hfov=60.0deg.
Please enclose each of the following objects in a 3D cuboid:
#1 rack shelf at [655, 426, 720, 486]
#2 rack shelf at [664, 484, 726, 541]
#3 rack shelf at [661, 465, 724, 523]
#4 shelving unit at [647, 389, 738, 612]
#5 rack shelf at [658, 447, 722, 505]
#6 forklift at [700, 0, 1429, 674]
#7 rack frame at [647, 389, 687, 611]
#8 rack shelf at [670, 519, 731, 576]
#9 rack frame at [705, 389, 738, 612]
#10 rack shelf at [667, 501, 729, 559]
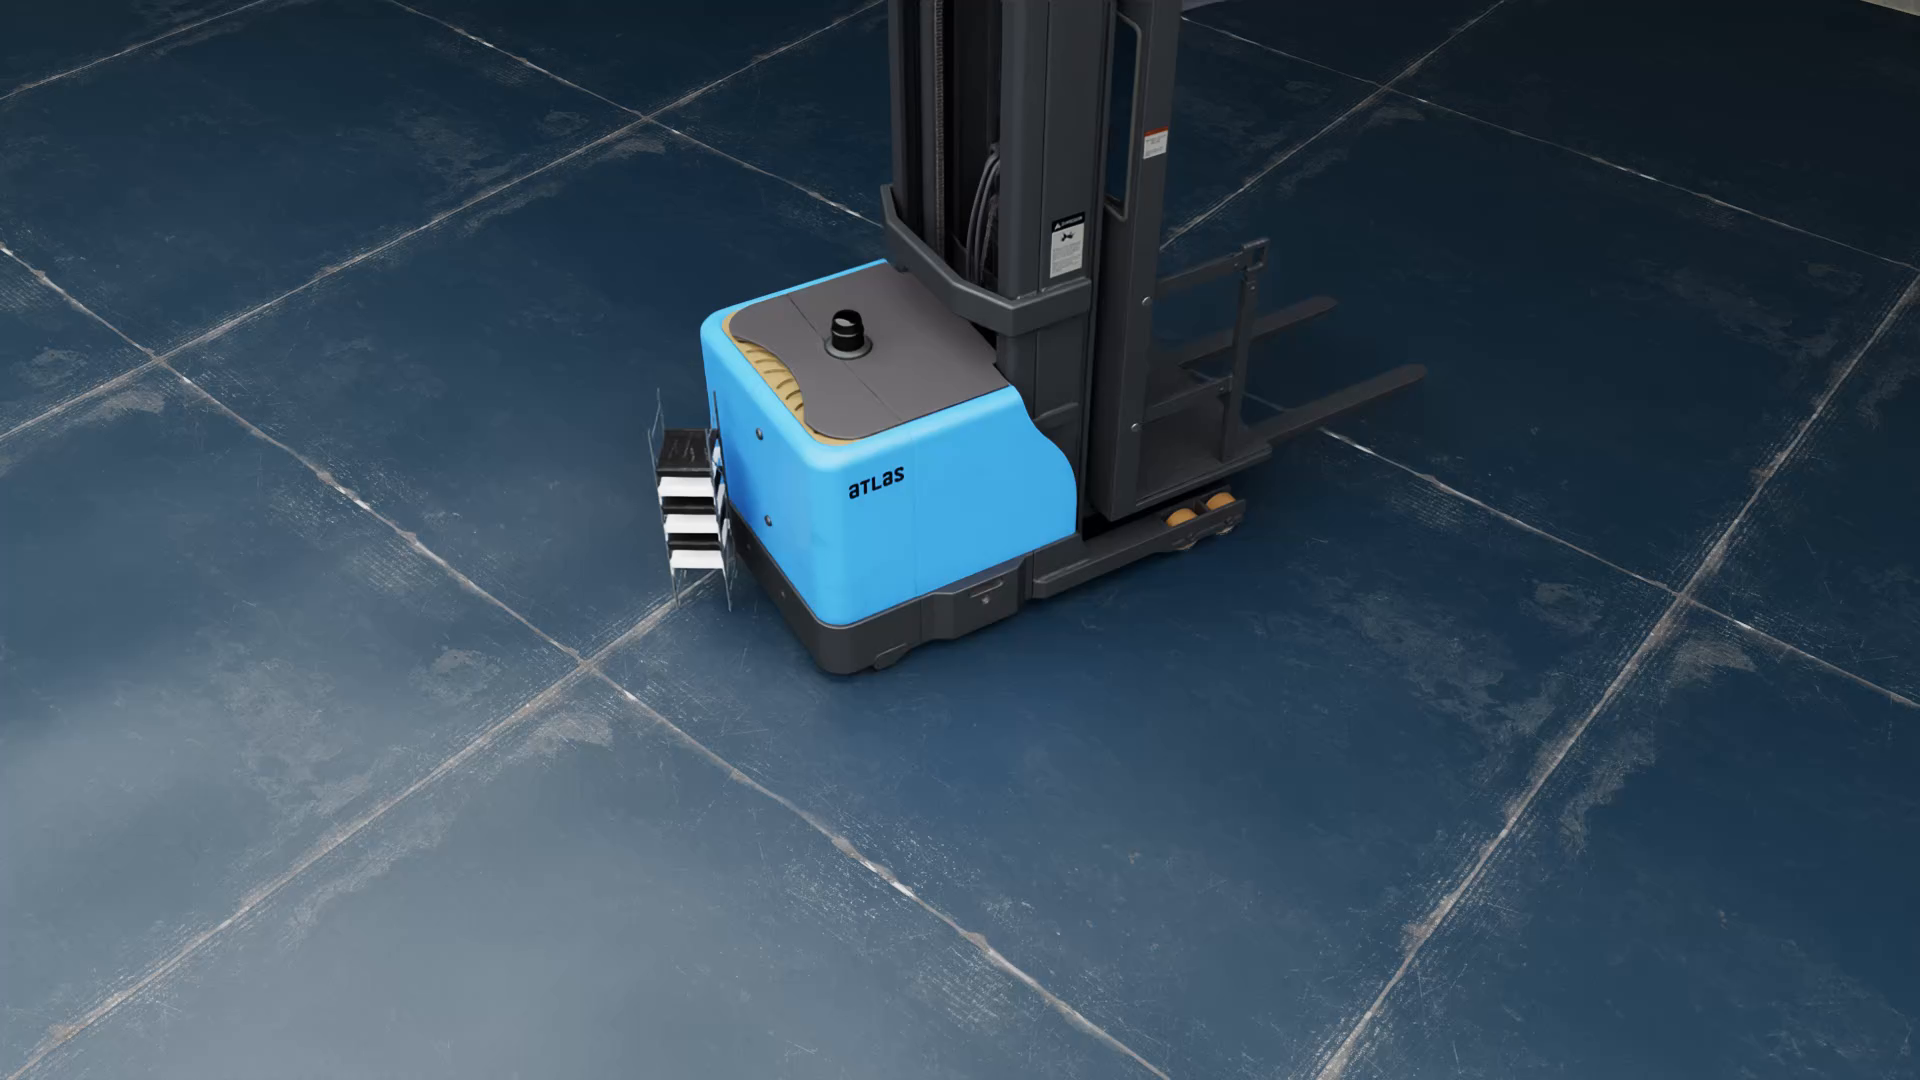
[{"bbox_3d":[-0.990,-0.307,6.064,0.200,0.077,0.258,1,43,1],"label":"rack shelf"},{"bbox_3d":[-0.990,-0.109,6.248,0.200,0.077,0.258,1,43,1],"label":"rack shelf"},{"bbox_3d":[-0.990,-0.175,6.187,0.200,0.077,0.258,1,43,1],"label":"rack shelf"},{"bbox_3d":[-0.990,-0.133,6.226,0.210,0.900,0.258,1,43,1],"label":"shelving unit"},{"bbox_3d":[-0.990,-0.241,6.126,0.200,0.077,0.258,1,43,1],"label":"rack shelf"},{"bbox_3d":[0.569,-1.332,6.036,3.031,2.935,1.130,-22,47,-22],"label":"forklift"},{"bbox_3d":[-1.092,-0.134,6.227,0.006,0.900,0.240,1,43,1],"label":"rack frame"},{"bbox_3d":[-0.990,0.023,6.371,0.200,0.077,0.258,1,43,1],"label":"rack shelf"},{"bbox_3d":[-0.888,-0.132,6.224,0.006,0.900,0.240,1,43,1],"label":"rack frame"},{"bbox_3d":[-0.990,-0.043,6.309,0.200,0.077,0.258,1,43,1],"label":"rack shelf"}]
